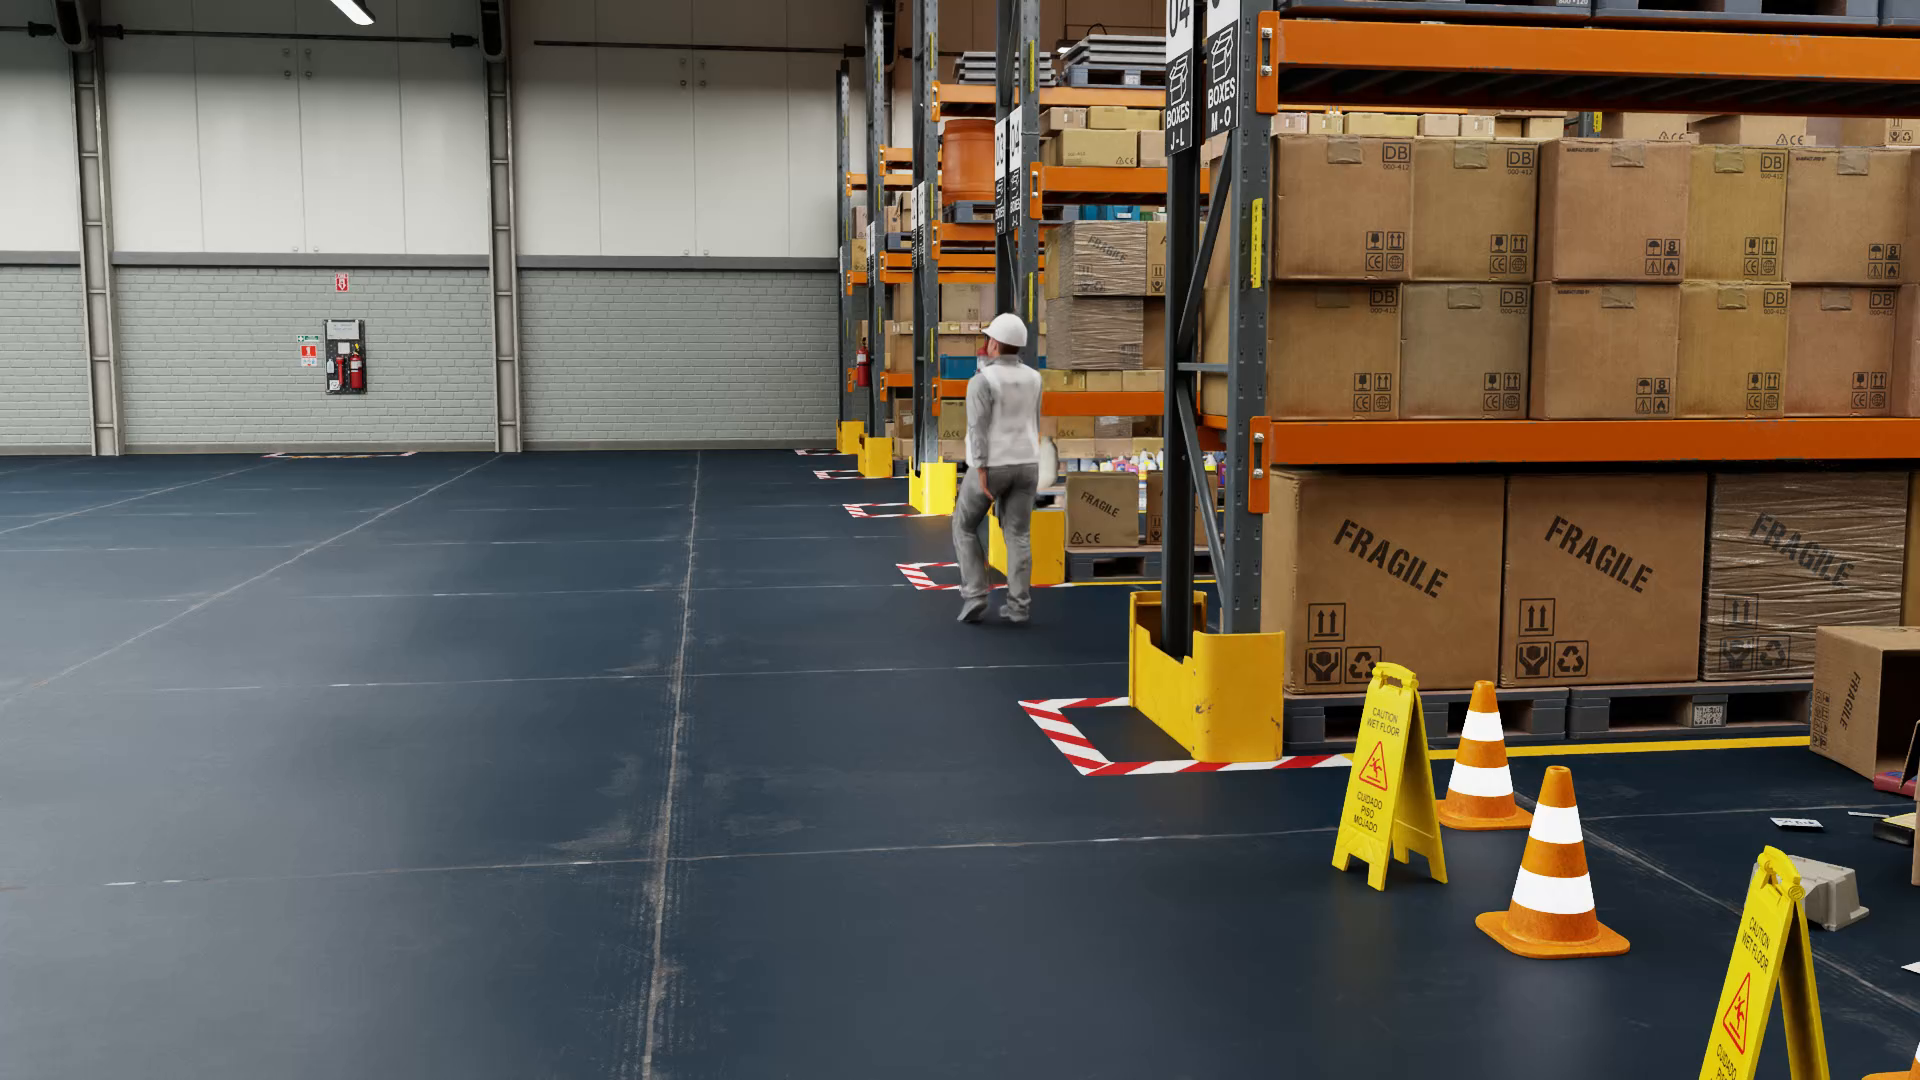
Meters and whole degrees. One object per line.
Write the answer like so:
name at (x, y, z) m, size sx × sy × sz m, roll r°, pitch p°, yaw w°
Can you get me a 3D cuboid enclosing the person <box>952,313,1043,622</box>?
person at (0.240, -0.386, 9.610) m, size 0.532 × 1.831 × 0.538 m, roll -3°, pitch 7°, yaw -28°
